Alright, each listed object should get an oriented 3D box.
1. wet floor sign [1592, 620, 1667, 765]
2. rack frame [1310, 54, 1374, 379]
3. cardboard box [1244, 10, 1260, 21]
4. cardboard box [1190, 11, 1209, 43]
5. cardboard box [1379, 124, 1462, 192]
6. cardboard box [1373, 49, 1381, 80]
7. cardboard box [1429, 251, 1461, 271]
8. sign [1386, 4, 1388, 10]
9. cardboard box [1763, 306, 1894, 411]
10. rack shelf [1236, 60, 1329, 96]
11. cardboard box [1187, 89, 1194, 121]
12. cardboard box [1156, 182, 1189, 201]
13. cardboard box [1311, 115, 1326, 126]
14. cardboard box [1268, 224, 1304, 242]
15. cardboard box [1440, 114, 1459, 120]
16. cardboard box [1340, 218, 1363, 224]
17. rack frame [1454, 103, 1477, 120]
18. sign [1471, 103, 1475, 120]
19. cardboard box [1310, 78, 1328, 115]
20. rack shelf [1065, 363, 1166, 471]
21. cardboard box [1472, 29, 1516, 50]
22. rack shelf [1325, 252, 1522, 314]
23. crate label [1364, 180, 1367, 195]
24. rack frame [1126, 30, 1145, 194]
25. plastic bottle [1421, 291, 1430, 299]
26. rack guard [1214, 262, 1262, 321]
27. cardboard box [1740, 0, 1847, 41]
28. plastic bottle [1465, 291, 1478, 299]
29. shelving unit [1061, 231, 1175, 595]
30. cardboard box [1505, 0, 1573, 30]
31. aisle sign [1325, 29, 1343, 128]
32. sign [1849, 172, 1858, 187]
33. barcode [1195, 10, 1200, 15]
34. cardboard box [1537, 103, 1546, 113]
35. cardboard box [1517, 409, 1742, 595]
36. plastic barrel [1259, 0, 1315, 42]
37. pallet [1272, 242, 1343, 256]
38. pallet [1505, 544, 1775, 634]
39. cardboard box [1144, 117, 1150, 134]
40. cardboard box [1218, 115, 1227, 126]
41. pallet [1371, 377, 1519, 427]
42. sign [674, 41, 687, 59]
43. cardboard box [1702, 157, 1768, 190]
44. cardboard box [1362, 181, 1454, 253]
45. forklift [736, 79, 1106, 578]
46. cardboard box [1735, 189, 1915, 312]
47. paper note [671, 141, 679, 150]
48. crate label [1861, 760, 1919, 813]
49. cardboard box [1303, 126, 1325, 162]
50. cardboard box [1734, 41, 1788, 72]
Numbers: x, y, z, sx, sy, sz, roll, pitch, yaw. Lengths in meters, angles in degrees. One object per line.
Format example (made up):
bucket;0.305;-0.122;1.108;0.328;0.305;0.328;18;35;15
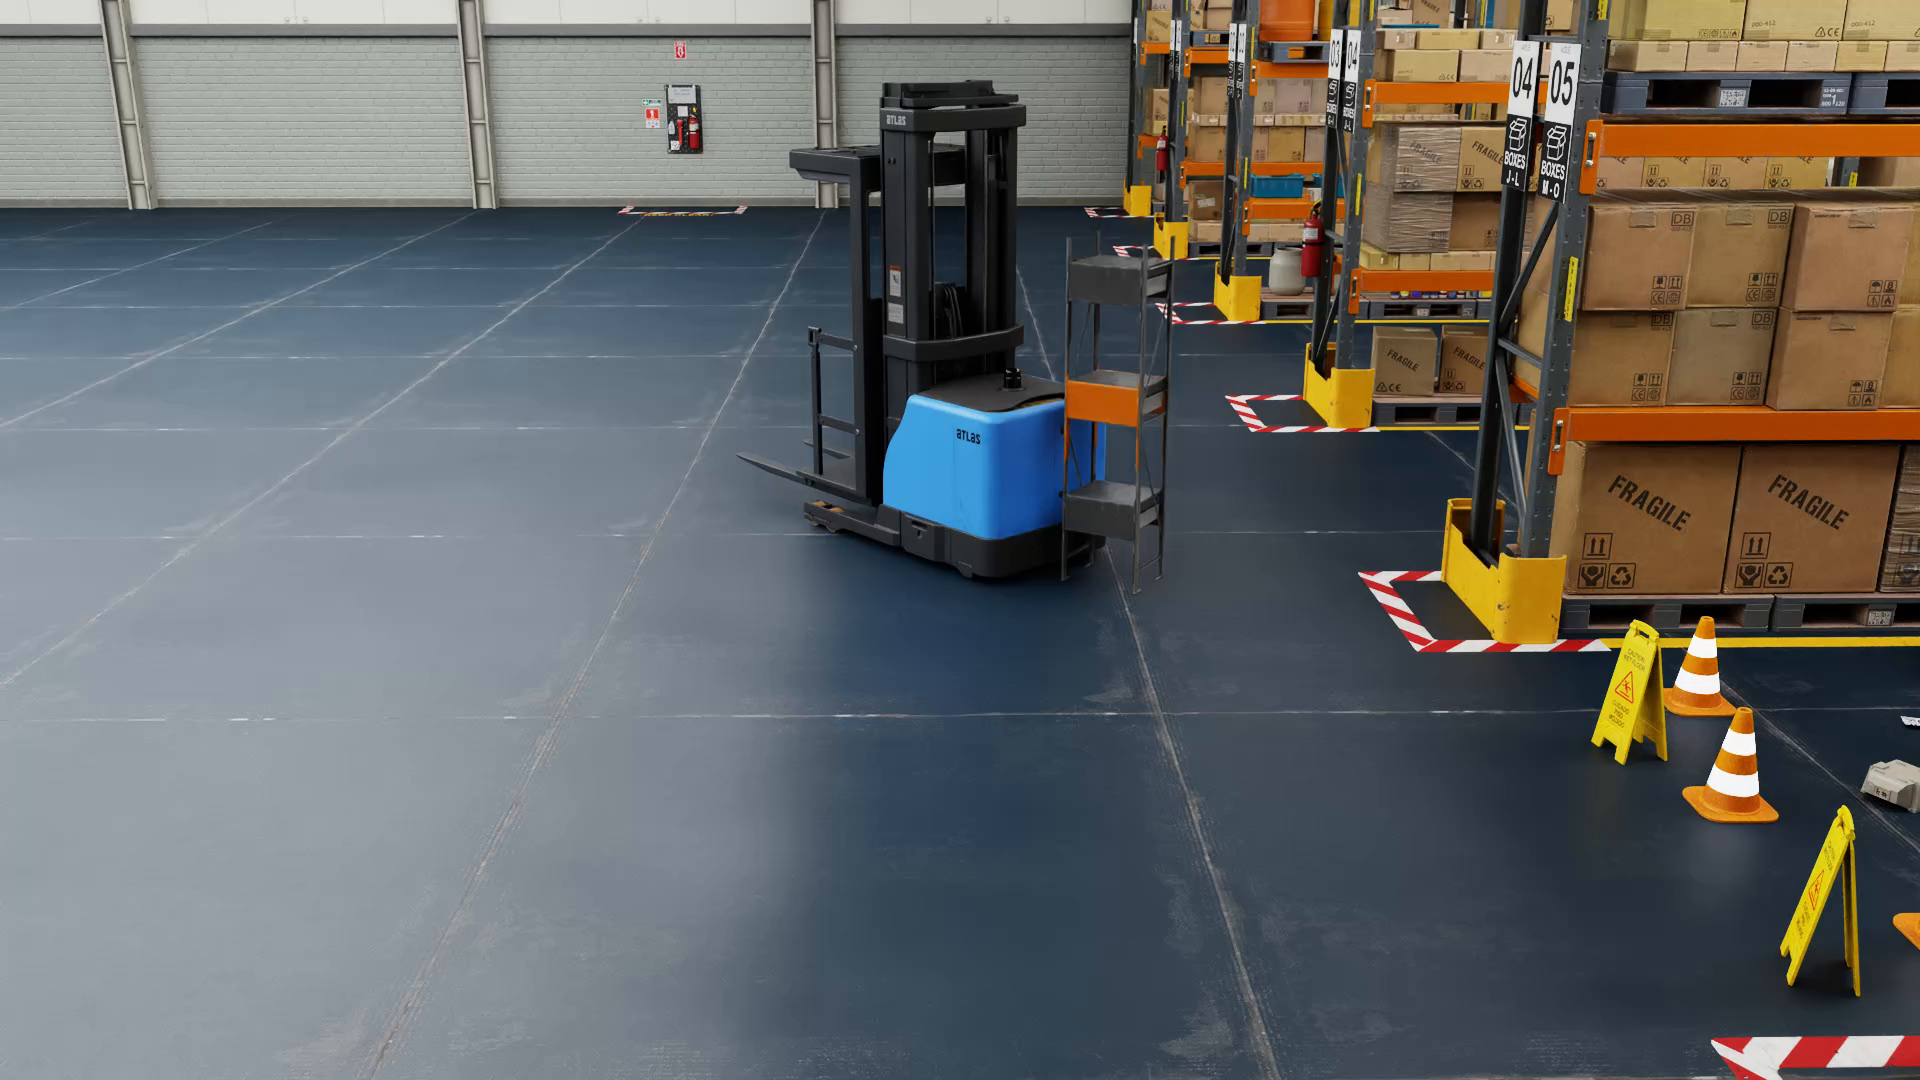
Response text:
wet floor sign;3.183;0.698;7.814;0.232;0.644;0.267;-3;18;-10
rack frame;3.204;-2.543;14.064;0.127;3.000;1.000;0;18;-1
cardboard box;4.198;-7.278;23.243;0.500;0.250;0.500;0;18;-1
cardboard box;3.845;-8.484;27.476;0.500;0.500;0.500;1;18;3
cardboard box;3.758;-3.128;13.599;0.500;0.500;0.500;0;18;-1
cardboard box;3.682;-3.980;13.878;0.500;0.250;0.500;0;18;0
cardboard box;3.993;-2.344;13.854;0.250;0.149;0.380;0;18;-1
sign;6.985;-8.609;27.218;0.005;0.325;0.100;0;18;-1
cardboard box;4.663;-1.088;9.284;0.550;0.550;0.875;0;18;-1
rack shelf;5.125;-5.151;18.461;4.000;0.370;1.077;0;18;-1
cardboard box;3.945;-7.286;27.836;0.500;0.500;0.500;0;18;-1
cardboard box;3.662;-5.986;28.480;0.500;0.311;0.500;-2;18;-7
cardboard box;4.984;-5.868;23.204;0.250;0.149;0.380;0;18;0
cardboard box;4.590;-4.400;23.666;0.500;0.250;0.500;0;18;-1
cardboard box;6.782;-5.877;23.233;0.250;0.149;0.380;0;18;-1
cardboard box;5.590;-4.764;23.574;0.500;0.500;0.500;0;18;-1
rack frame;7.050;-5.588;23.556;0.127;3.000;1.000;0;18;-1
sign;7.061;-5.868;22.883;0.005;0.325;0.100;0;18;-1
cardboard box;5.101;-6.242;23.307;0.500;0.500;0.700;0;18;-1
rack shelf;0.940;-0.746;9.975;0.480;0.518;0.431;10;21;30
cardboard box;4.267;-4.010;13.321;0.250;0.149;0.380;0;18;1
rack shelf;5.203;-2.210;14.204;4.000;0.370;1.077;0;18;-1
crate label;4.961;-4.164;19.059;0.616;0.435;0.502;0;18;-1
rack frame;2.969;-7.081;28.212;0.127;3.000;1.000;0;18;-1
plastic bottle;5.286;-2.881;18.865;0.097;0.271;0.097;0;18;0
rack guard;3.201;-2.880;19.207;0.348;0.500;1.175;0;18;-1
cardboard box;4.175;-2.700;8.551;0.500;0.250;0.500;-1;18;-2
plastic bottle;5.808;-2.894;18.898;0.135;0.276;0.152;0;18;0
shelving unit;0.940;-0.759;9.971;0.503;2.100;0.431;10;21;30
cardboard box;4.692;-4.323;13.234;0.500;0.500;0.500;0;18;-1
aisle sign;3.137;-3.872;13.951;0.004;0.787;0.394;0;18;-1
sign;7.219;-2.809;13.475;0.005;0.325;0.100;0;18;-1
barcode;3.345;-7.422;23.412;0.075;0.075;0.001;0;18;-1
cardboard box;9.940;-7.361;28.199;0.500;0.500;0.700;-2;18;-6
cardboard box;3.858;-0.239;9.673;0.875;0.875;0.875;0;18;-1
plastic barrel;3.609;-5.929;18.320;0.708;0.830;0.600;0;18;-1
pallet;5.032;-4.262;23.988;1.213;0.211;1.003;0;18;-1
pallet;3.979;0.273;9.852;1.213;0.211;1.003;0;18;-1
cardboard box;3.433;-7.081;28.423;0.500;0.250;0.500;0;18;0
cardboard box;3.711;-5.863;23.189;0.250;0.149;0.380;-1;18;-2
pallet;4.092;-1.209;14.469;1.213;0.211;1.003;0;18;-1
sign;-4.825;-8.454;28.695;0.199;0.298;0.001;0;18;-1
cardboard box;6.258;-3.138;13.633;0.500;0.500;0.500;0;18;-1
cardboard box;3.754;-2.726;13.985;0.500;0.500;0.875;0;18;-1
forklift;-0.411;-1.539;11.046;1.130;2.935;3.031;-15;23;-39
cardboard box;4.663;-1.595;9.096;0.550;0.550;0.875;0;18;-1
paper note;-4.994;-6.920;29.152;0.142;0.148;0.016;0;18;-1
crate label;4.197;1.091;7.423;0.298;0.136;0.250;-10;20;-29
cardboard box;5.066;-5.623;23.501;0.500;0.500;0.700;0;18;1
cardboard box;4.034;-2.490;8.548;0.250;0.149;0.380;0;18;-1
